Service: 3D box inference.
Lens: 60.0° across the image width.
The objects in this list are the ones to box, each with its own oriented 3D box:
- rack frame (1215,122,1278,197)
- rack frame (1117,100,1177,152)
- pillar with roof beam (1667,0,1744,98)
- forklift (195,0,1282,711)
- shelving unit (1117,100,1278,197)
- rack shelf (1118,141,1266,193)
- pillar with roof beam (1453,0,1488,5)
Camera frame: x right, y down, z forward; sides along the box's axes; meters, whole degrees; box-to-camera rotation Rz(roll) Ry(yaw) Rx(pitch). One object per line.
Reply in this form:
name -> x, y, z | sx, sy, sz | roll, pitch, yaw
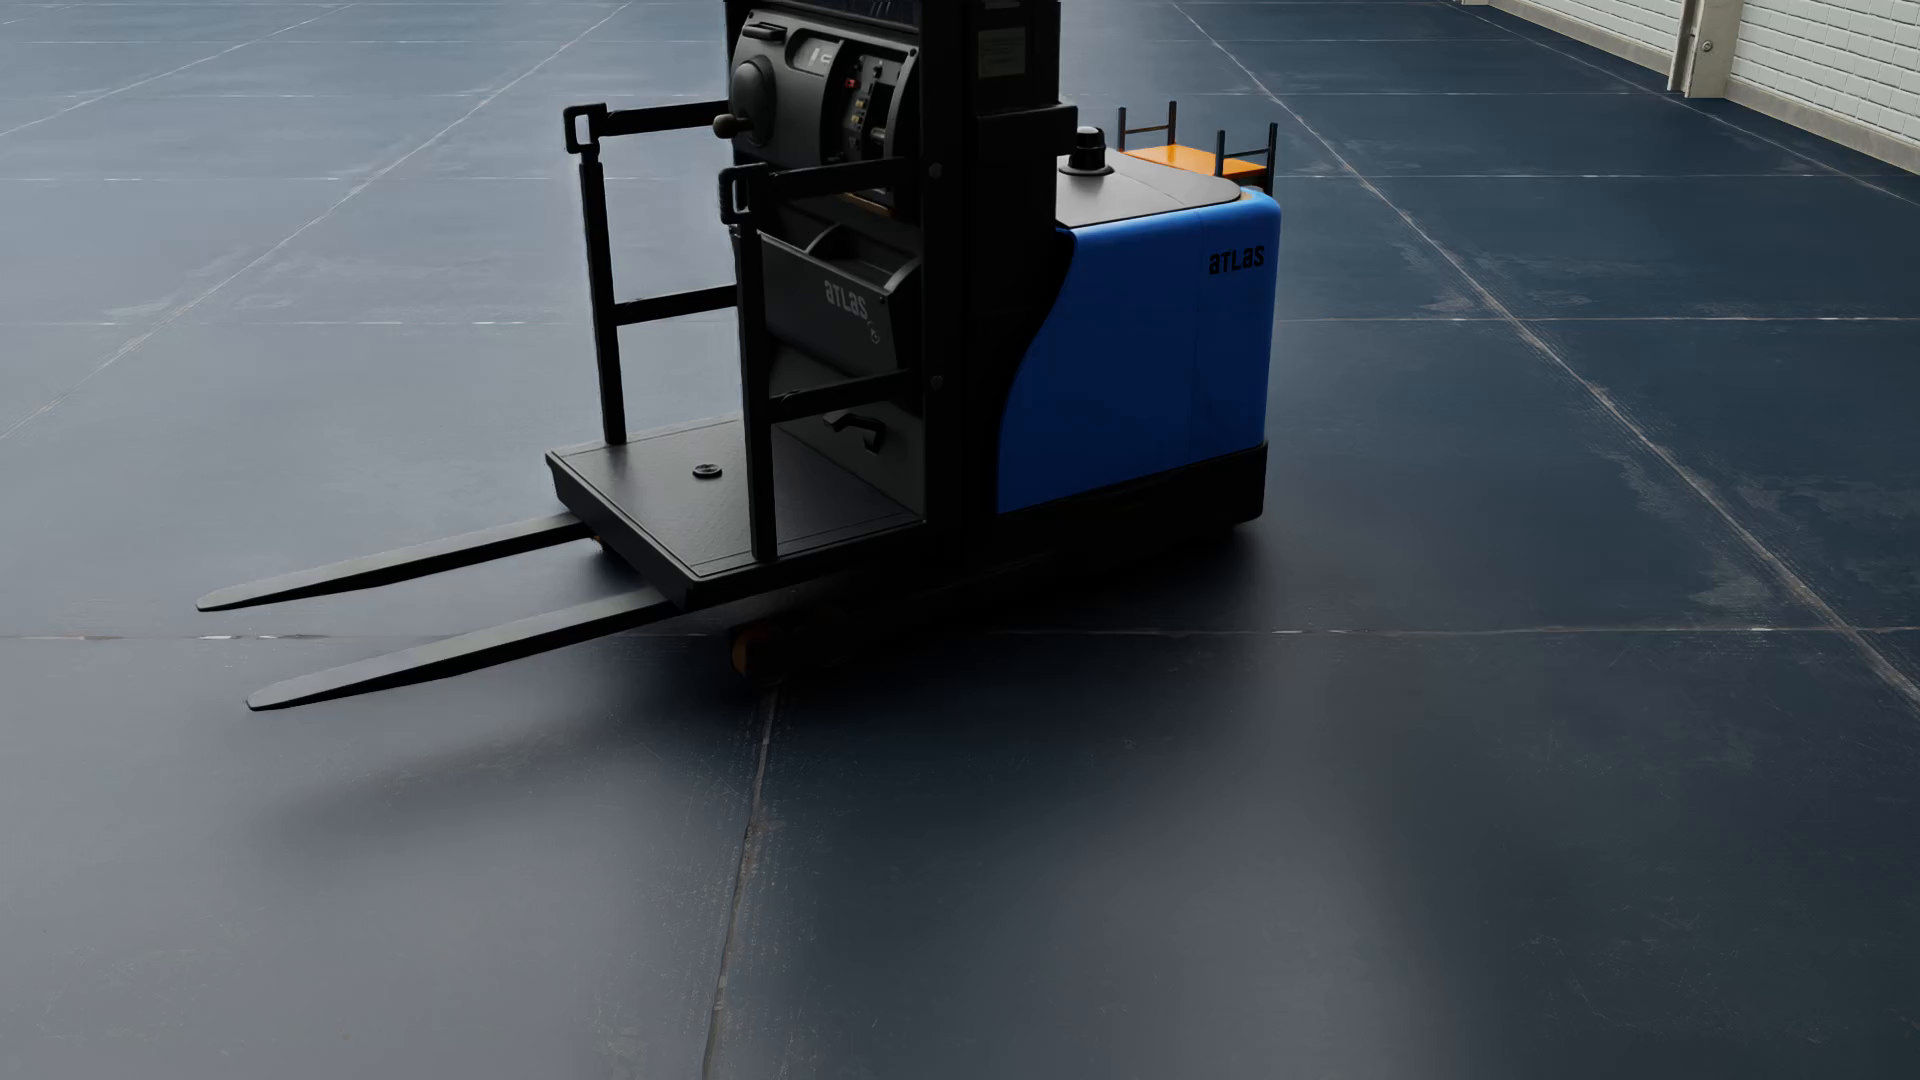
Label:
rack frame -> 0.899, -0.744, 5.438 | 0.240, 1.200, 0.015 | -15, 29, -30
rack frame -> 0.629, -0.911, 5.809 | 0.240, 1.200, 0.015 | -15, 29, -30
pillar with roof beam -> 1.422, -7.554, 11.032 | 9.100, 9.000, 0.400 | 0, 24, -1
forklift -> -0.552, -1.196, 4.338 | 3.031, 2.935, 1.130 | -15, 28, -30
shelving unit -> 0.764, -0.827, 5.623 | 0.258, 1.200, 0.503 | -15, 29, -30
rack shelf -> 0.764, -1.185, 5.462 | 0.258, 0.148, 0.480 | -15, 29, -30
pillar with roof beam -> 1.357, -10.026, 16.498 | 9.100, 9.000, 0.400 | 0, 24, -1
